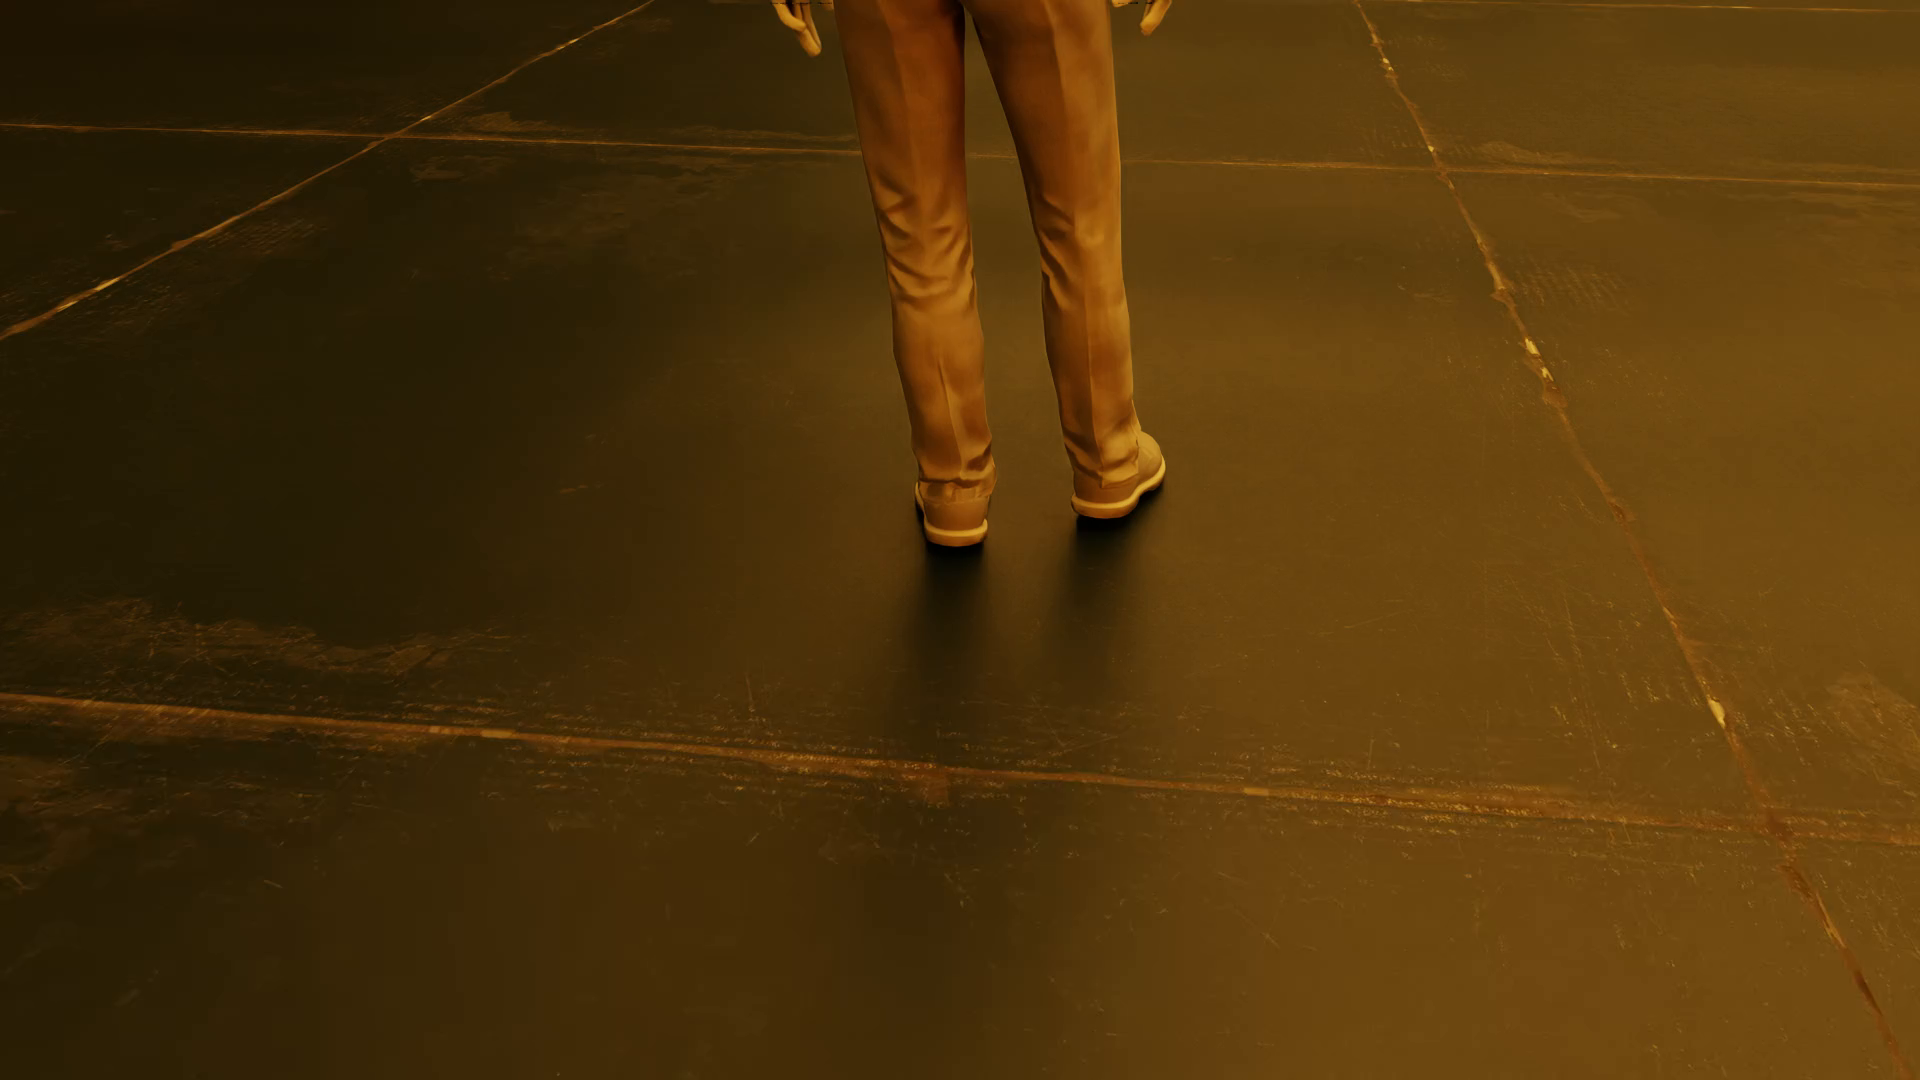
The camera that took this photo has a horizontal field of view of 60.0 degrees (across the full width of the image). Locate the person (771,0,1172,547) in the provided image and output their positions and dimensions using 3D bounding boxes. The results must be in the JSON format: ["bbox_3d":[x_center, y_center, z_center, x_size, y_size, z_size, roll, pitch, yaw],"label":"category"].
[{"bbox_3d":[0.024,-0.794,2.176,0.569,1.696,0.533,3,27,7],"label":"person"}]
